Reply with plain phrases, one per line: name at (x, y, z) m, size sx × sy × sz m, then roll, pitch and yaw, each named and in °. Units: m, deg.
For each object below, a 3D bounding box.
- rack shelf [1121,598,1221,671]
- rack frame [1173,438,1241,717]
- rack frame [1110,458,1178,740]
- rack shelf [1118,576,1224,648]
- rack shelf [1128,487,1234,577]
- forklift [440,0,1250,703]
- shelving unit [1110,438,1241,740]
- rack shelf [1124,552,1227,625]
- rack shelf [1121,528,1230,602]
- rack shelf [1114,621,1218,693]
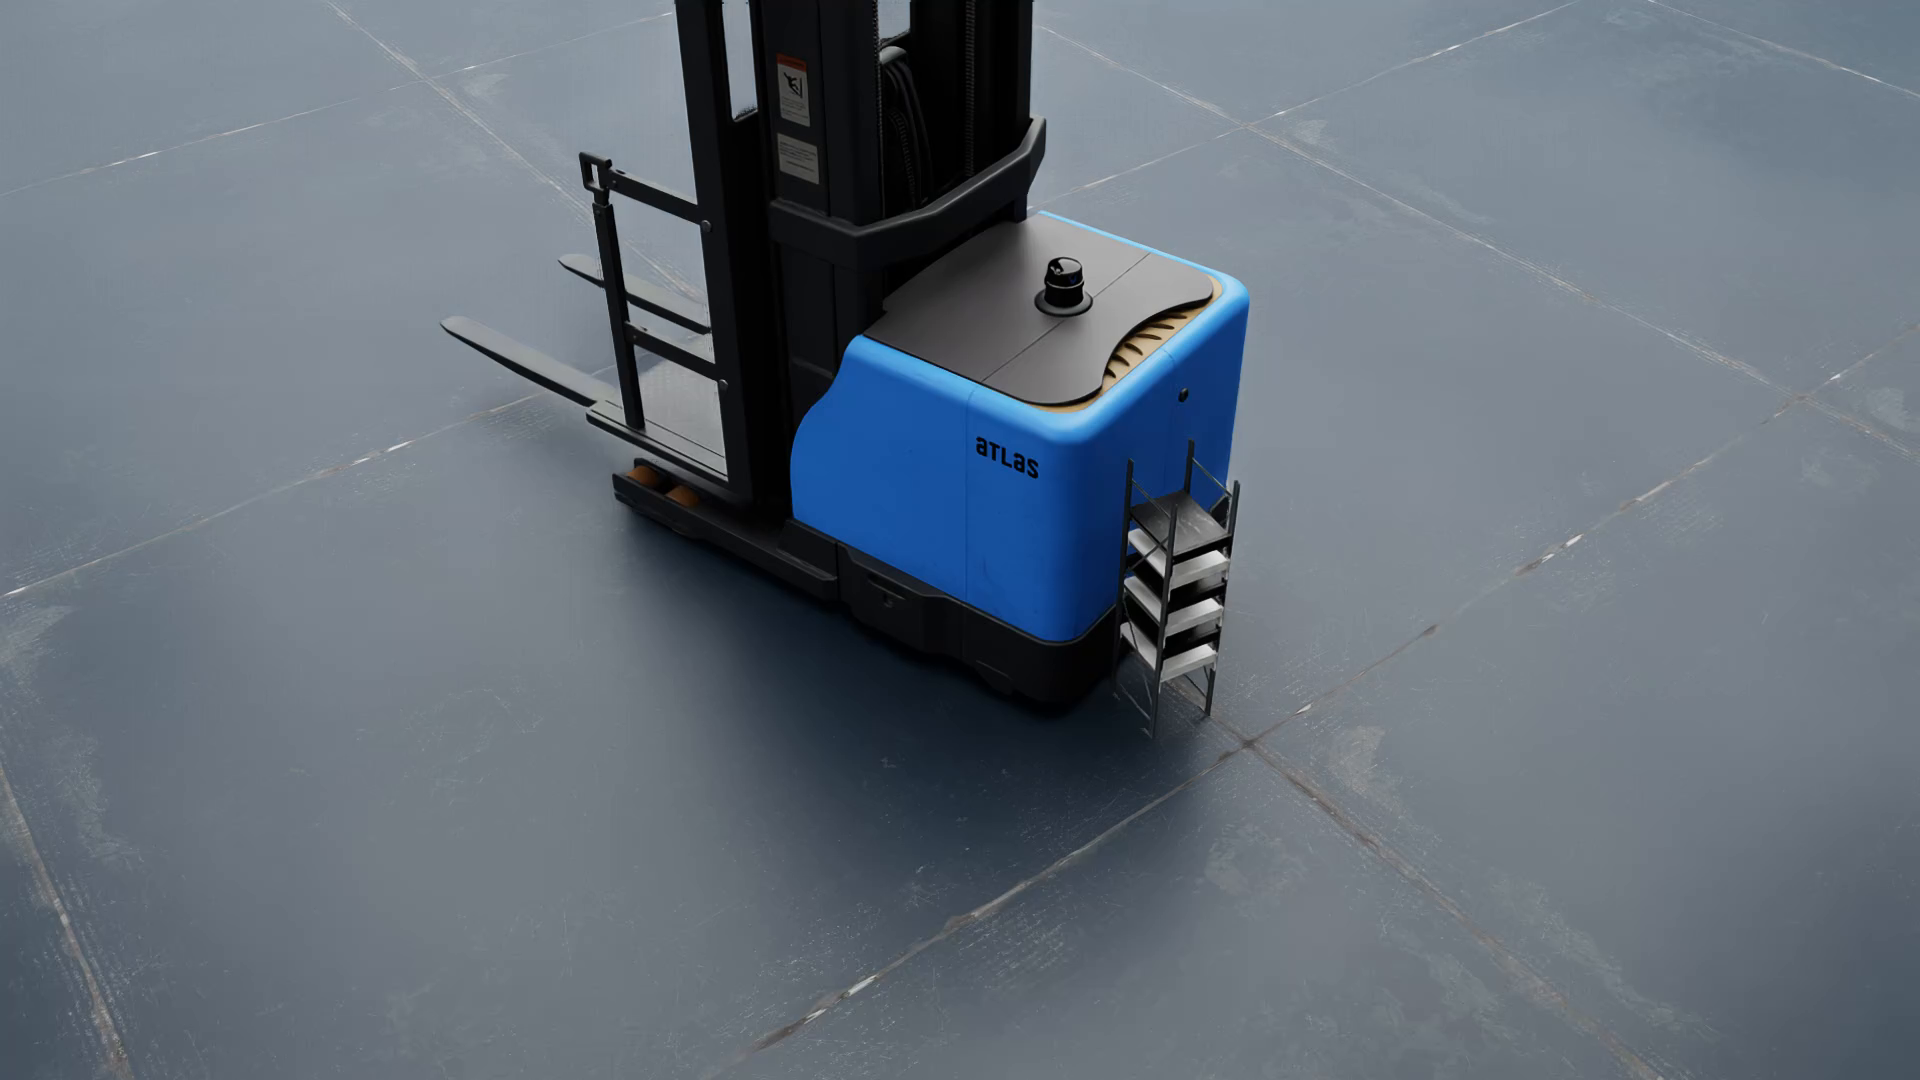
rack shelf at (0.615, 0.253, 4.926) m, size 0.200 × 0.077 × 0.258 m, roll -19°, pitch 43°, yaw -21°
rack frame at (0.705, 0.127, 4.884) m, size 0.006 × 0.900 × 0.240 m, roll -19°, pitch 43°, yaw -21°
rack frame at (0.525, 0.188, 4.811) m, size 0.006 × 0.900 × 0.240 m, roll -19°, pitch 43°, yaw -21°
rack shelf at (0.615, 0.183, 4.869) m, size 0.200 × 0.077 × 0.258 m, roll -19°, pitch 43°, yaw -21°
rack shelf at (0.614, -0.025, 4.697) m, size 0.200 × 0.077 × 0.258 m, roll -19°, pitch 43°, yaw -21°
forklift at (-0.595, -1.396, 5.140) m, size 3.031 × 2.935 × 1.130 m, roll 25°, pitch 46°, yaw 27°
shelving unit at (0.615, 0.158, 4.848) m, size 0.210 × 0.900 × 0.258 m, roll -19°, pitch 43°, yaw -21°
rack shelf at (0.615, 0.114, 4.812) m, size 0.200 × 0.077 × 0.258 m, roll -19°, pitch 43°, yaw -21°
rack shelf at (0.615, 0.044, 4.755) m, size 0.200 × 0.077 × 0.258 m, roll -19°, pitch 43°, yaw -21°
rack shelf at (0.615, 0.322, 4.983) m, size 0.200 × 0.077 × 0.258 m, roll -19°, pitch 43°, yaw -21°
